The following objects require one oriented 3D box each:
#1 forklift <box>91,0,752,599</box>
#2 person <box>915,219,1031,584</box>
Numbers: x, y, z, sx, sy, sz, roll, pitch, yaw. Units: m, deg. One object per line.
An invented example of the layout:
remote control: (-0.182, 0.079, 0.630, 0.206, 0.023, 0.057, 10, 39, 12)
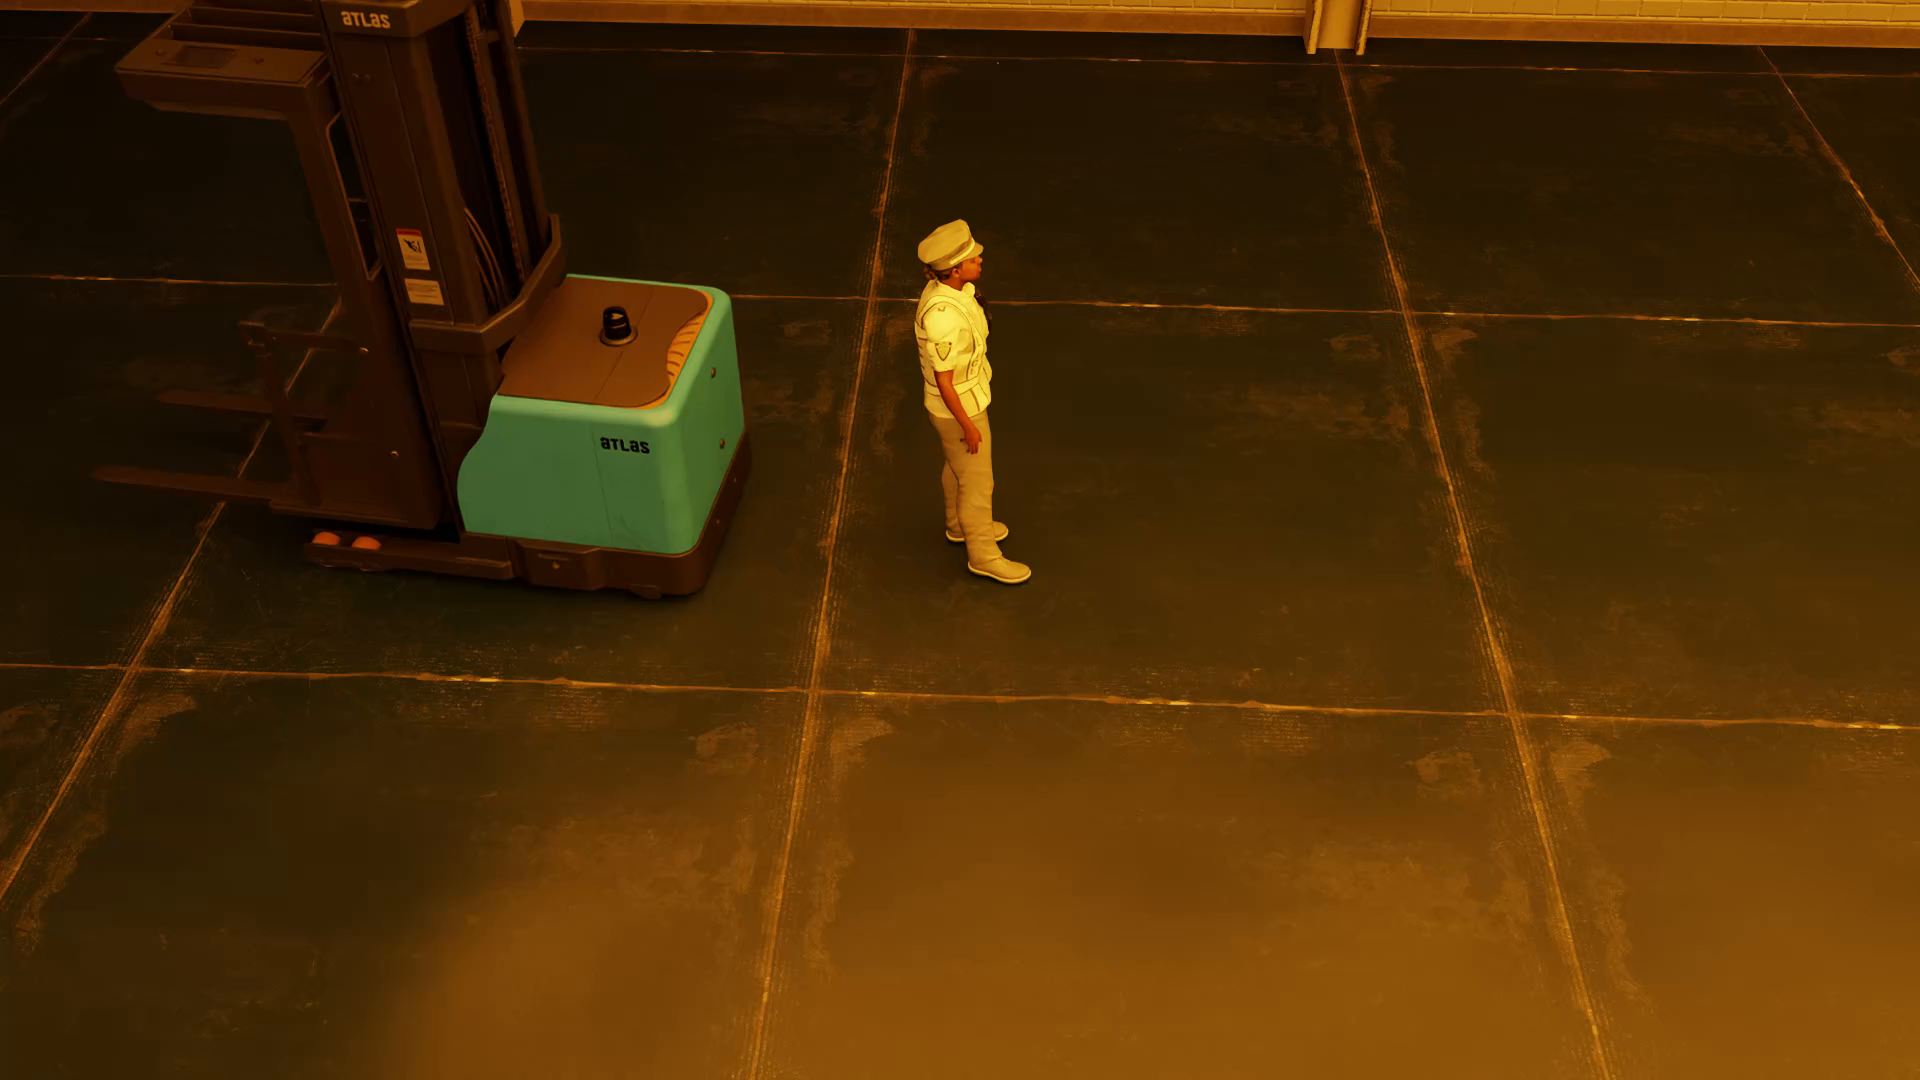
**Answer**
forklift: (-2.593, -1.280, 7.145, 3.031, 2.935, 1.130, 6, 43, 7)
person: (0.074, -0.615, 7.323, 0.528, 1.695, 0.569, 2, 42, 2)
